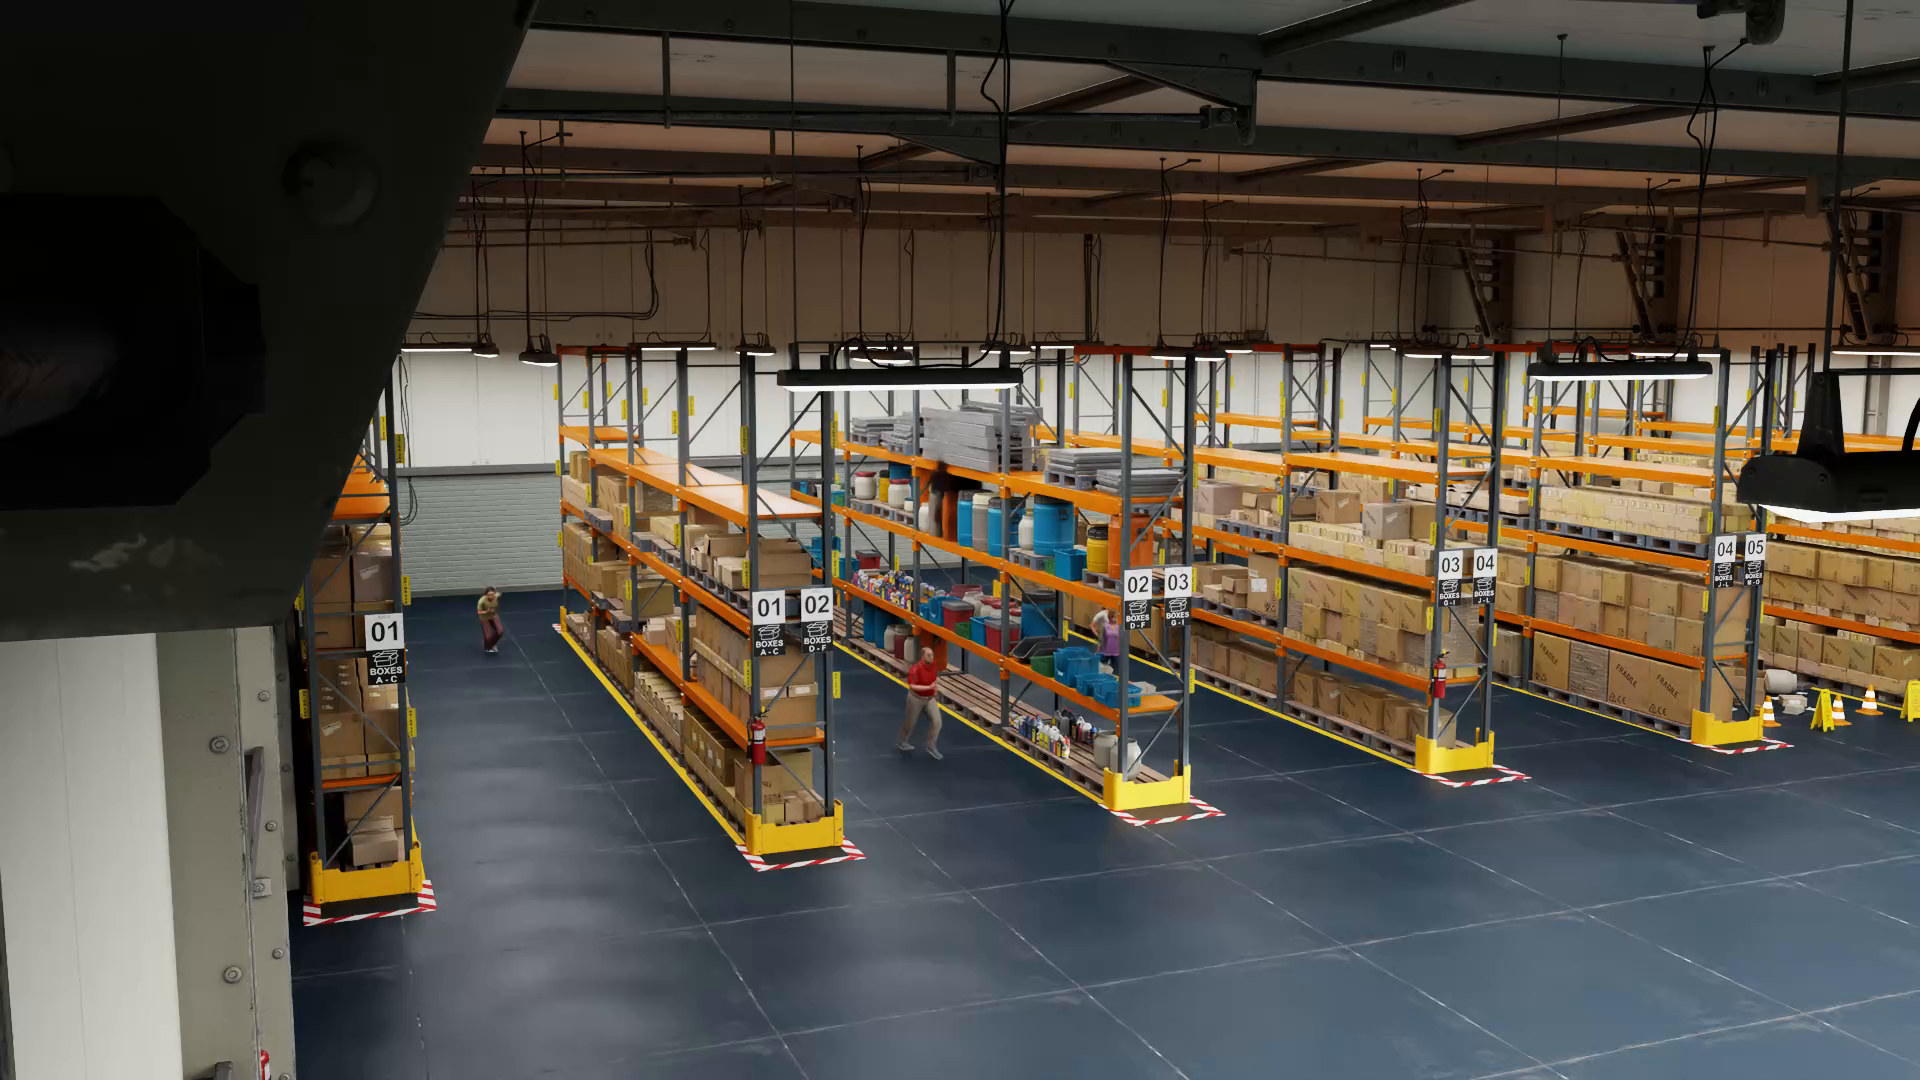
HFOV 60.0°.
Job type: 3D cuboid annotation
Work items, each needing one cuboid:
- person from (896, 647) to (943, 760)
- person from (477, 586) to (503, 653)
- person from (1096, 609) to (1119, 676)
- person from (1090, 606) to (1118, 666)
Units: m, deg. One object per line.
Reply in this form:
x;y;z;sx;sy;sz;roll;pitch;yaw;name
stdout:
-0.564;2.396;24.592;0.670;1.711;0.994;-6;9;-38;person
-9.114;1.541;32.231;0.591;1.398;0.929;-5;9;-36;person
2.514;1.955;28.350;0.540;1.578;0.428;-1;7;-5;person
2.647;1.802;29.337;0.556;1.626;0.557;-5;9;-37;person
